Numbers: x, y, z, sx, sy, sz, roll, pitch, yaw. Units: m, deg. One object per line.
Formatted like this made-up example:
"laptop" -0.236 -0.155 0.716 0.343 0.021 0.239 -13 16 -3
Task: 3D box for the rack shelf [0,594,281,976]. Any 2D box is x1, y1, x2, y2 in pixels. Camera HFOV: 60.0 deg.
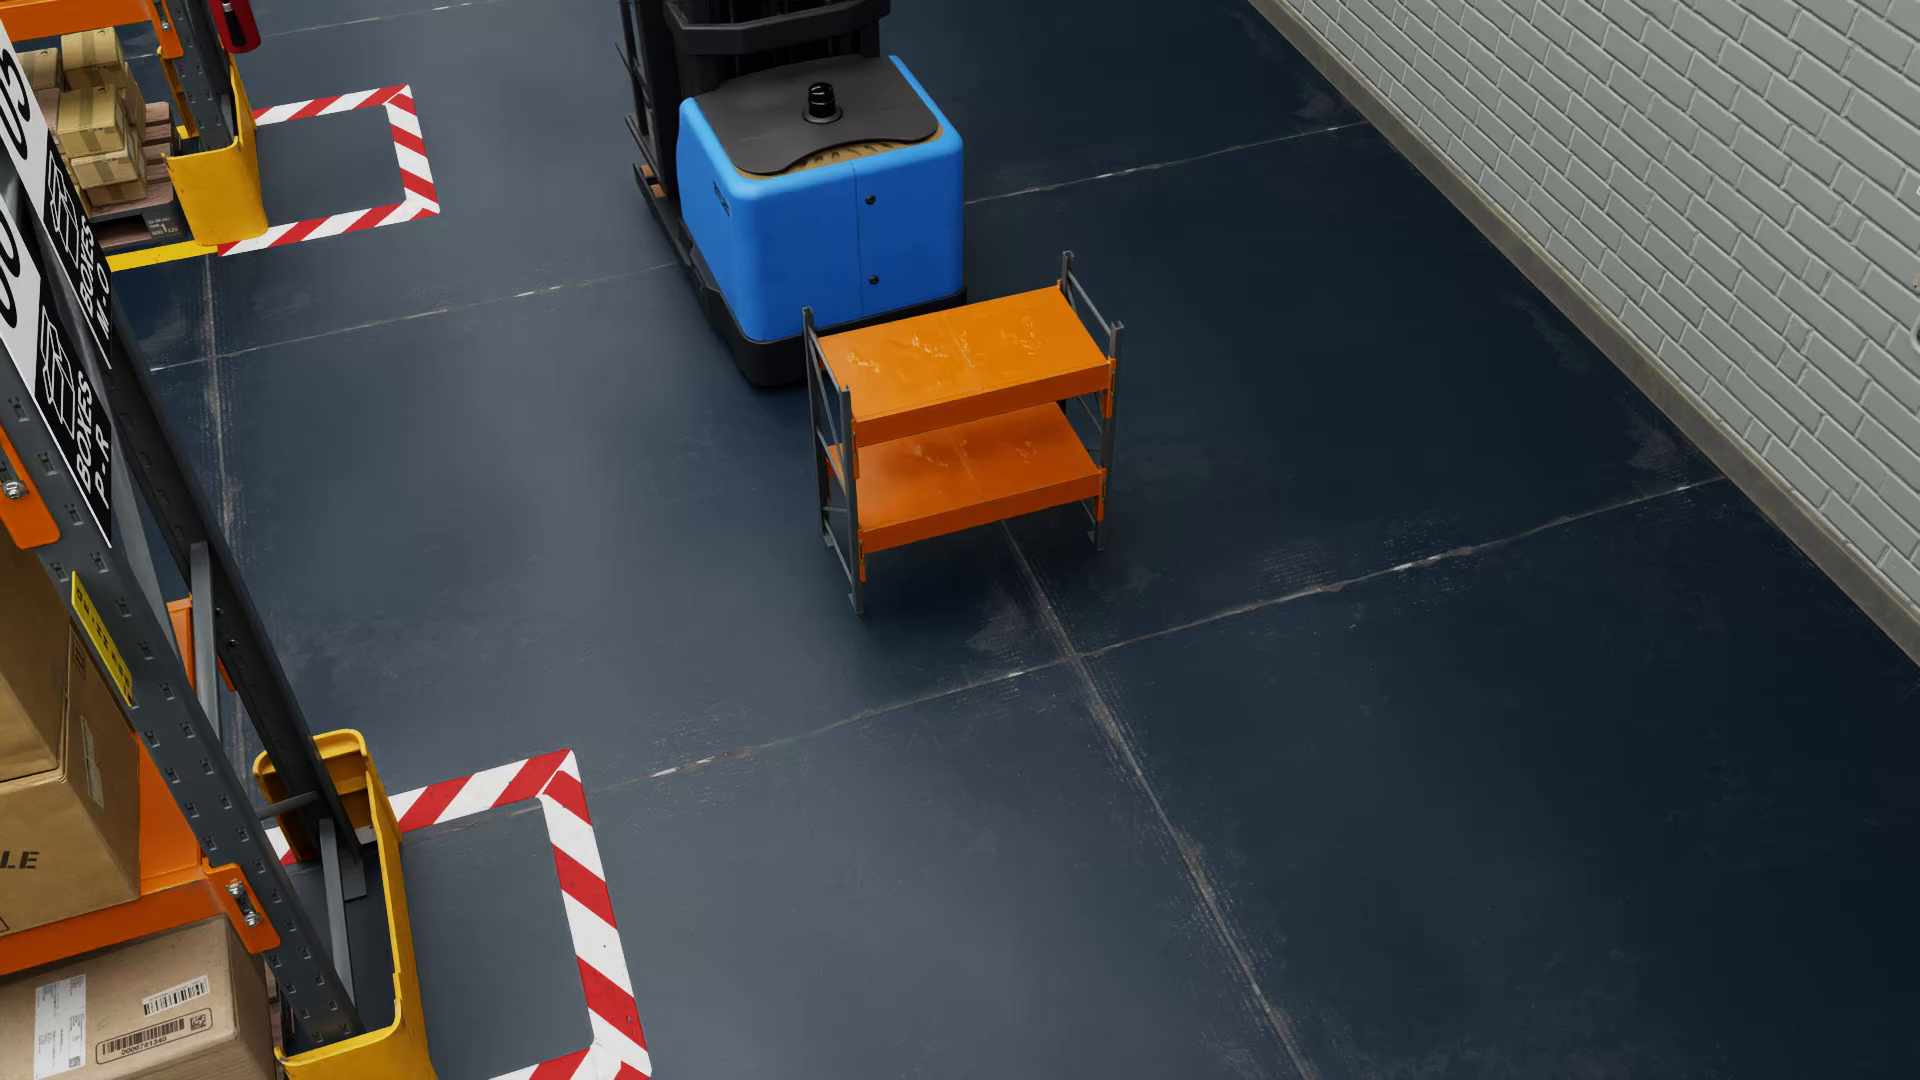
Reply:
"rack shelf" -3.826 1.069 4.074 4.000 0.370 1.077 -14 47 -14

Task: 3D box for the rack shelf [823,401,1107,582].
"rack shelf" 0.006 -0.226 6.526 1.000 0.278 0.538 -14 47 -14

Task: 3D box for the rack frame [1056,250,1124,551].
"rack frame" 0.484 -0.521 6.475 0.032 1.125 0.500 -14 47 -14

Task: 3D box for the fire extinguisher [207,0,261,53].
"fire extinguisher" -3.327 -2.533 7.475 0.183 0.674 0.296 -14 47 -14

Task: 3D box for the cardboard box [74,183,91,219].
"cardboard box" -4.352 -1.686 8.029 0.250 0.149 0.380 -13 47 -13

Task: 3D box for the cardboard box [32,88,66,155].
"cardboard box" -4.388 -1.973 7.895 0.250 0.149 0.380 -13 47 -13

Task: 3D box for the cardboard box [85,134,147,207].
"cardboard box" -4.145 -1.815 8.158 0.250 0.149 0.380 -14 47 -13

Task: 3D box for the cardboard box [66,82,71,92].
"cardboard box" -4.577 -2.203 8.334 0.250 0.149 0.380 -15 47 -14

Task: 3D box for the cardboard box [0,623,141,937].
"cardboard box" -2.309 0.591 3.972 0.500 0.500 0.500 -14 47 -14

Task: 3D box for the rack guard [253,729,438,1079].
"rack guard" -1.922 1.211 5.190 0.348 0.500 1.175 -14 47 -14

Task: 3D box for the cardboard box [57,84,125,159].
"cardboard box" -4.132 -1.995 7.917 0.250 0.149 0.380 -14 47 -13

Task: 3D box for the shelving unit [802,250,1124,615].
"shelving unit" 0.006 -0.399 6.353 1.048 1.125 0.538 -14 47 -14

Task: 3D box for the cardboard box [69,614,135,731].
"cardboard box" -2.494 0.223 4.339 0.500 0.500 0.500 -15 47 -14

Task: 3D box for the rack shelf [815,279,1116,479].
"rack shelf" 0.006 -0.605 6.146 1.000 0.278 0.538 -14 47 -14

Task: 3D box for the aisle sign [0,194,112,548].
"aisle sign" -1.772 -0.394 3.190 0.004 0.787 0.394 -14 47 -14

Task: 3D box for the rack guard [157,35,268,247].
"rack guard" -3.792 -2.038 8.429 0.348 0.500 1.175 -14 47 -14

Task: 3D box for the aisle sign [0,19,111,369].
"aisle sign" -1.976 -0.794 3.588 0.004 0.787 0.394 -14 47 -14

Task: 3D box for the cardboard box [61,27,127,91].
"cardboard box" -4.329 -2.391 8.312 0.250 0.149 0.380 -16 47 -16

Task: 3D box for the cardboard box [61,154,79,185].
"cardboard box" -4.384 -1.842 7.974 0.250 0.149 0.380 -15 47 -15

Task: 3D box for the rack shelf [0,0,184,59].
"rack shelf" -5.602 -2.204 7.337 4.000 0.370 1.077 -14 47 -14

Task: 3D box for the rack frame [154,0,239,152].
"rack frame" -3.721 -2.939 7.562 0.127 3.000 1.000 -14 47 -14

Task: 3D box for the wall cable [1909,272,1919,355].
"wall cable" 3.351 -1.407 5.295 0.123 1.953 0.585 -14 47 -14

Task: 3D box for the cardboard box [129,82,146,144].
"cardboard box" -4.322 -2.168 8.509 0.250 0.149 0.380 -13 47 -13

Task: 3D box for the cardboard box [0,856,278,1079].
"cardboard box" -2.532 1.316 4.833 0.875 0.438 0.875 -16 47 -15

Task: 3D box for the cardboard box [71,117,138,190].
"cardboard box" -4.120 -1.869 8.001 0.250 0.149 0.380 -16 47 -15

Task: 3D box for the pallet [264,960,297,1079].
"pallet" -2.670 1.563 5.043 1.213 0.211 1.003 -14 47 -14

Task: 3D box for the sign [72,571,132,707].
"sign" -1.774 0.207 3.441 0.005 0.325 0.100 -14 47 -14

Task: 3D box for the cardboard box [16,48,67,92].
"cardboard box" -4.547 -2.245 8.166 0.250 0.149 0.380 -14 47 -13

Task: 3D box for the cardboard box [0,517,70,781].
"cardboard box" -2.317 0.221 3.636 0.500 0.500 0.500 -13 47 -13

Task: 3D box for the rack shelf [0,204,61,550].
"rack shelf" -3.826 0.010 3.012 4.000 0.370 1.077 -14 47 -14

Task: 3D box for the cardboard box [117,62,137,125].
"cardboard box" -4.301 -2.231 8.362 0.250 0.149 0.380 -13 46 -12

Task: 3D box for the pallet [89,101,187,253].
"pallet" -4.568 -1.765 8.360 1.213 0.211 1.003 -14 47 -14

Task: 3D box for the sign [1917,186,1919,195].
"sign" 3.392 -1.179 5.617 0.001 0.218 0.327 -14 47 -14

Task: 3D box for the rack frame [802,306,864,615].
"rack frame" -0.472 -0.276 6.231 0.032 1.125 0.500 -14 47 -14

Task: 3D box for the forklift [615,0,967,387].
"forklift" -1.010 -2.768 7.439 1.130 2.935 3.031 -17 47 -16

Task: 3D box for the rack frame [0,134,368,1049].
"rack frame" -1.945 0.334 4.299 0.127 3.000 1.000 -14 47 -14
